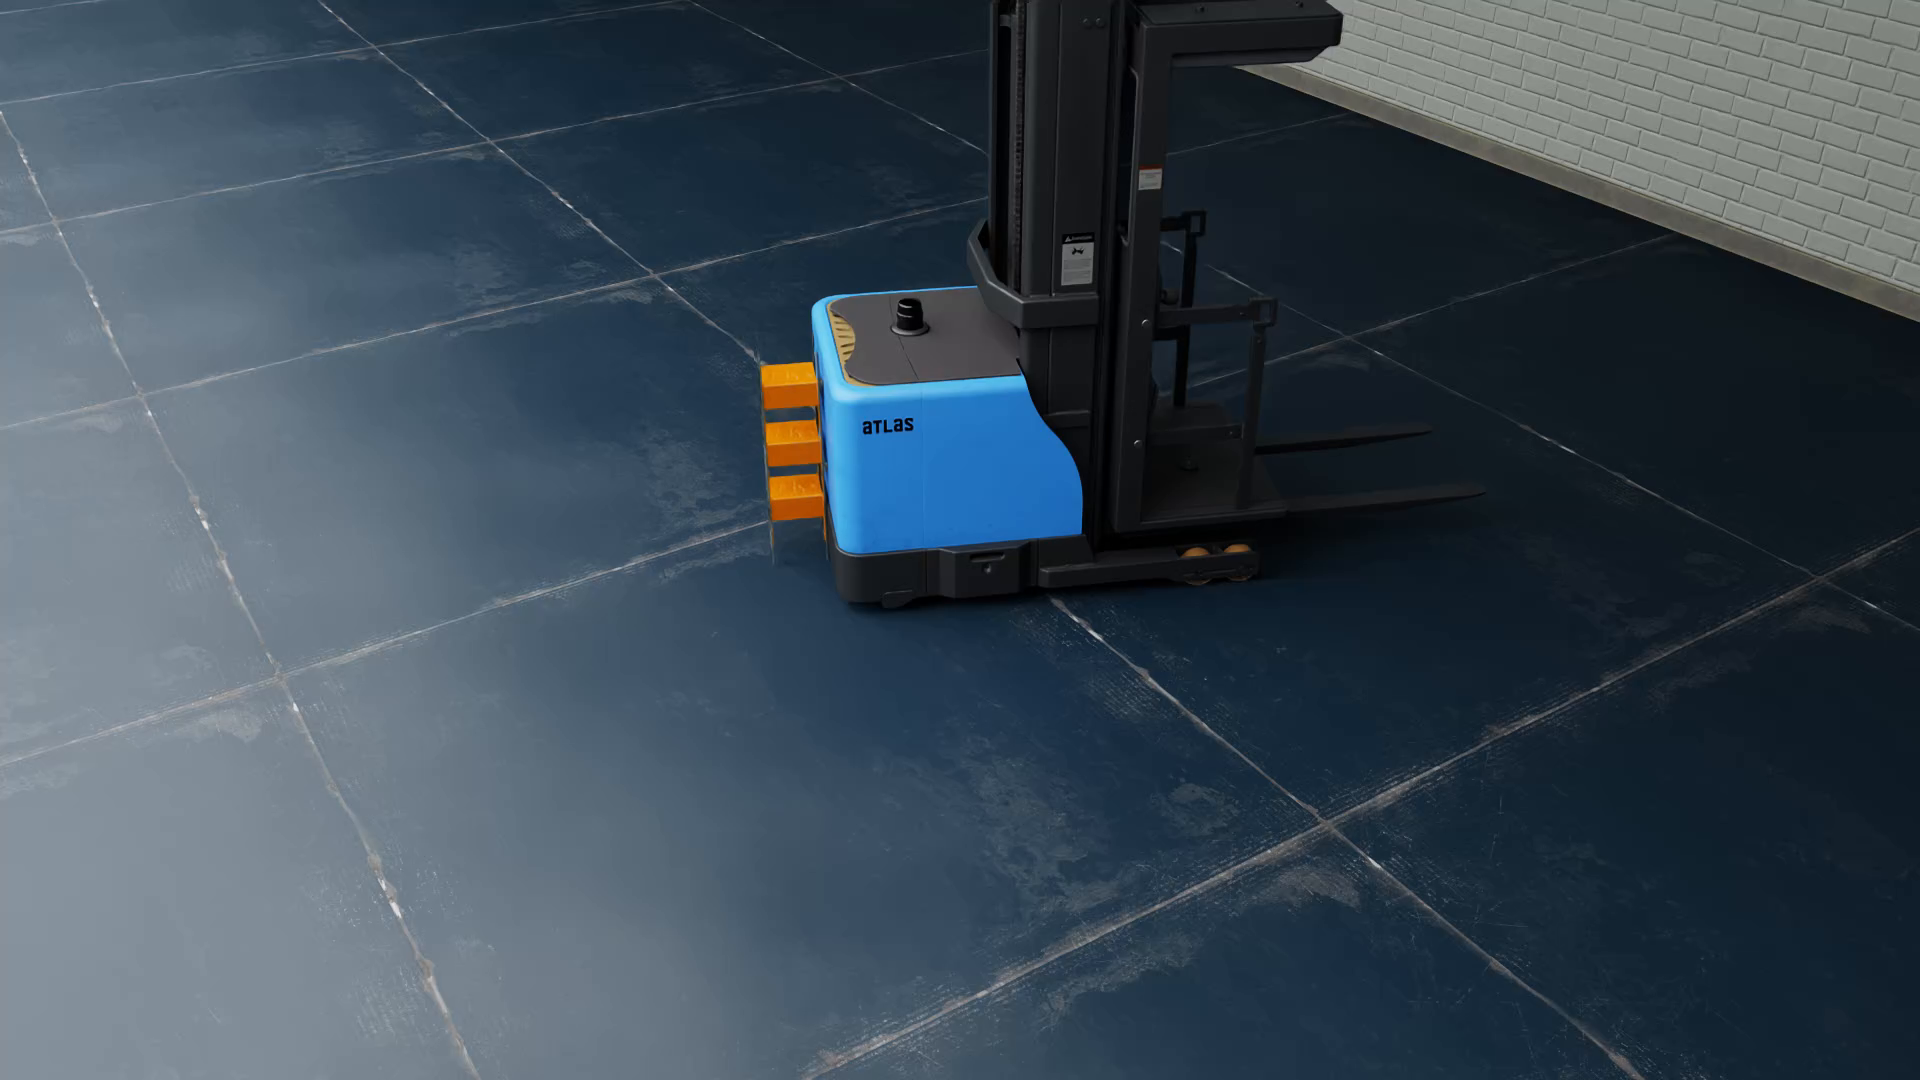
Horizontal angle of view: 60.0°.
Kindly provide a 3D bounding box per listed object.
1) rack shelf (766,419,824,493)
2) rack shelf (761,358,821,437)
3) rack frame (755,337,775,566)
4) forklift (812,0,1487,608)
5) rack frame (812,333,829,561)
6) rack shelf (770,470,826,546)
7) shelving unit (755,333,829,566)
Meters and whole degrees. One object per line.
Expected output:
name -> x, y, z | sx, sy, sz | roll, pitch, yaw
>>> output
rack shelf -> -0.741, -0.381, 7.390 | 0.240, 0.259, 0.215 | -5, 33, -8
rack shelf -> -0.741, -0.621, 7.239 | 0.240, 0.259, 0.215 | -5, 33, -8
rack frame -> -0.861, -0.379, 7.367 | 0.008, 1.050, 0.200 | -5, 33, -8
forklift -> 0.887, -1.310, 7.080 | 3.031, 2.935, 1.130 | -5, 33, -8
rack frame -> -0.621, -0.401, 7.402 | 0.008, 1.050, 0.200 | -5, 33, -8
rack shelf -> -0.741, -0.146, 7.539 | 0.240, 0.259, 0.215 | -5, 33, -8
shelving unit -> -0.741, -0.390, 7.385 | 0.252, 1.050, 0.215 | -5, 33, -8
